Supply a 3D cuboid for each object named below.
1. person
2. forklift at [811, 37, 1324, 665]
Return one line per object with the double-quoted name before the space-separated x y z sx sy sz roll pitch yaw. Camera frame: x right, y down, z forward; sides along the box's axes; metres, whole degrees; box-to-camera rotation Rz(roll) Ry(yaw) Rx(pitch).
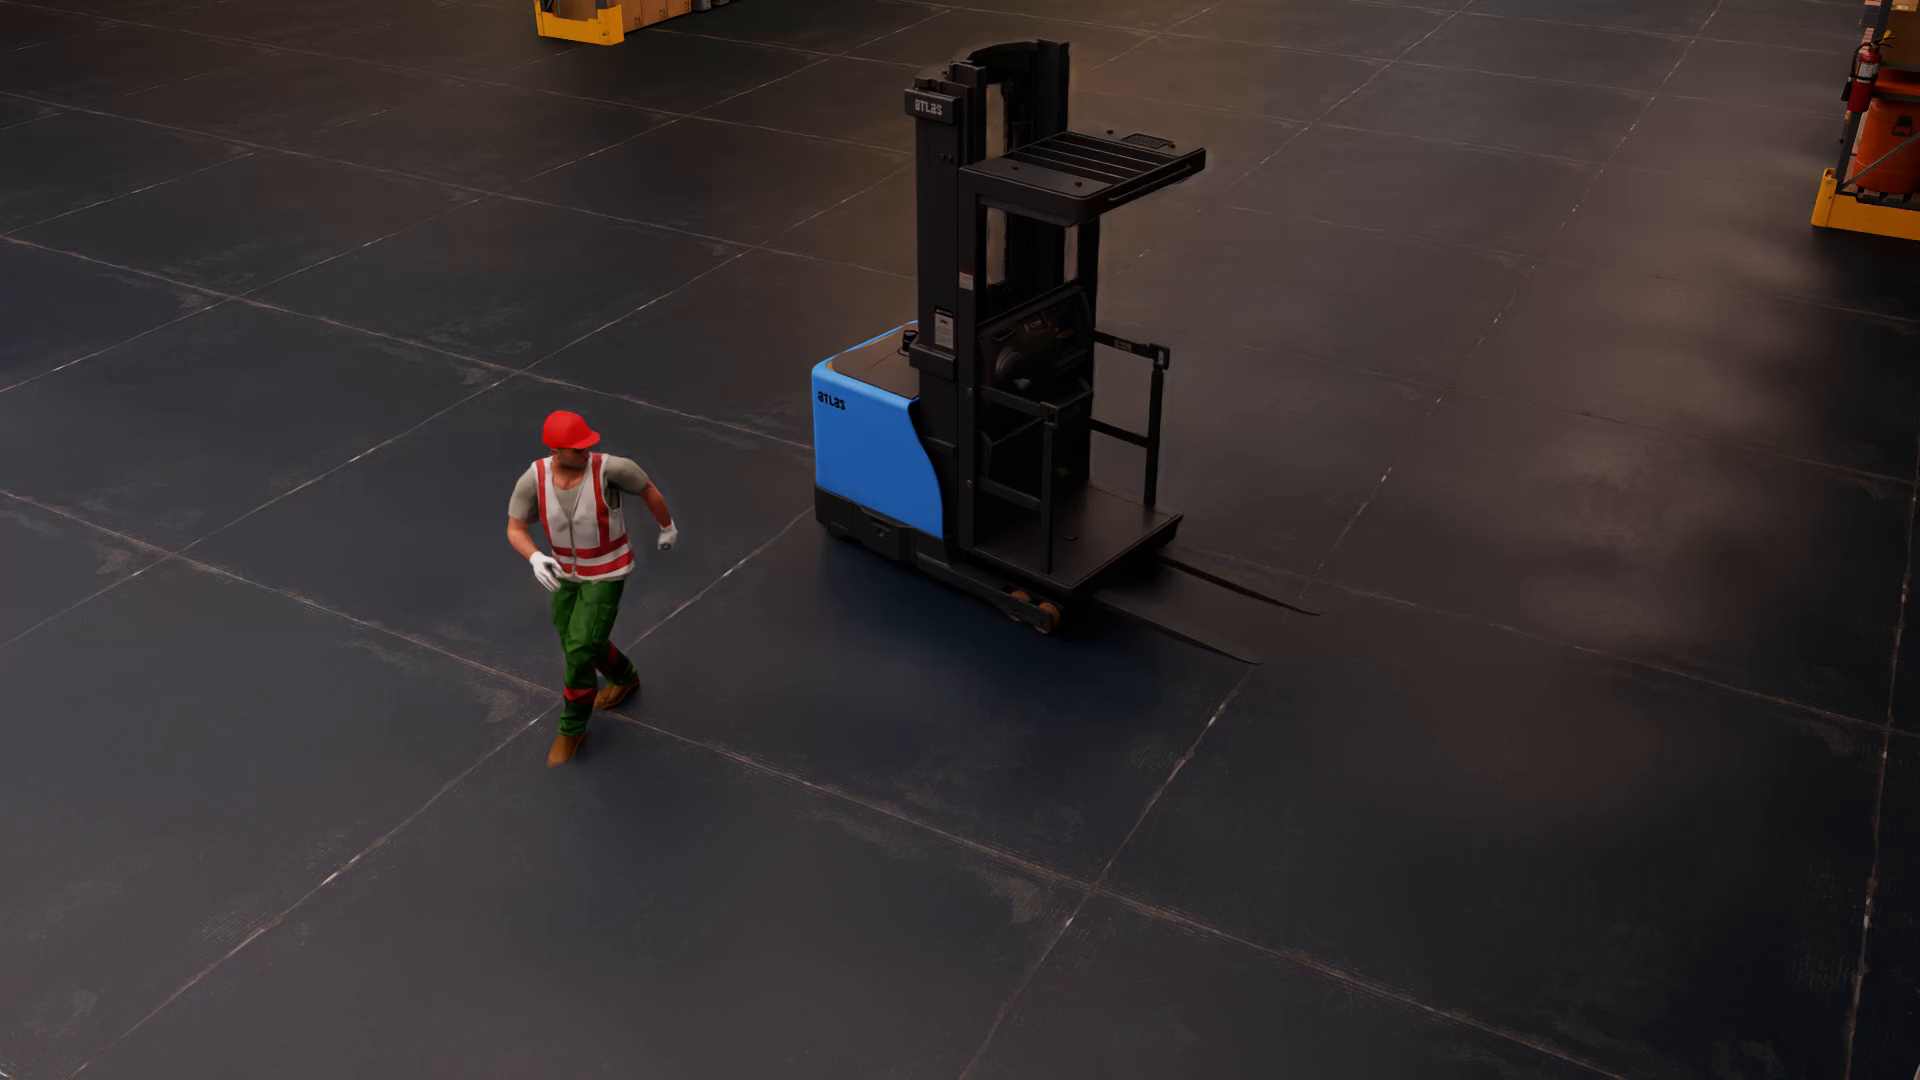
"person" -1.818 0.168 8.038 0.577 1.753 0.935 12 32 20
"forklift" 0.576 -1.057 8.902 3.031 2.935 1.130 23 37 34
